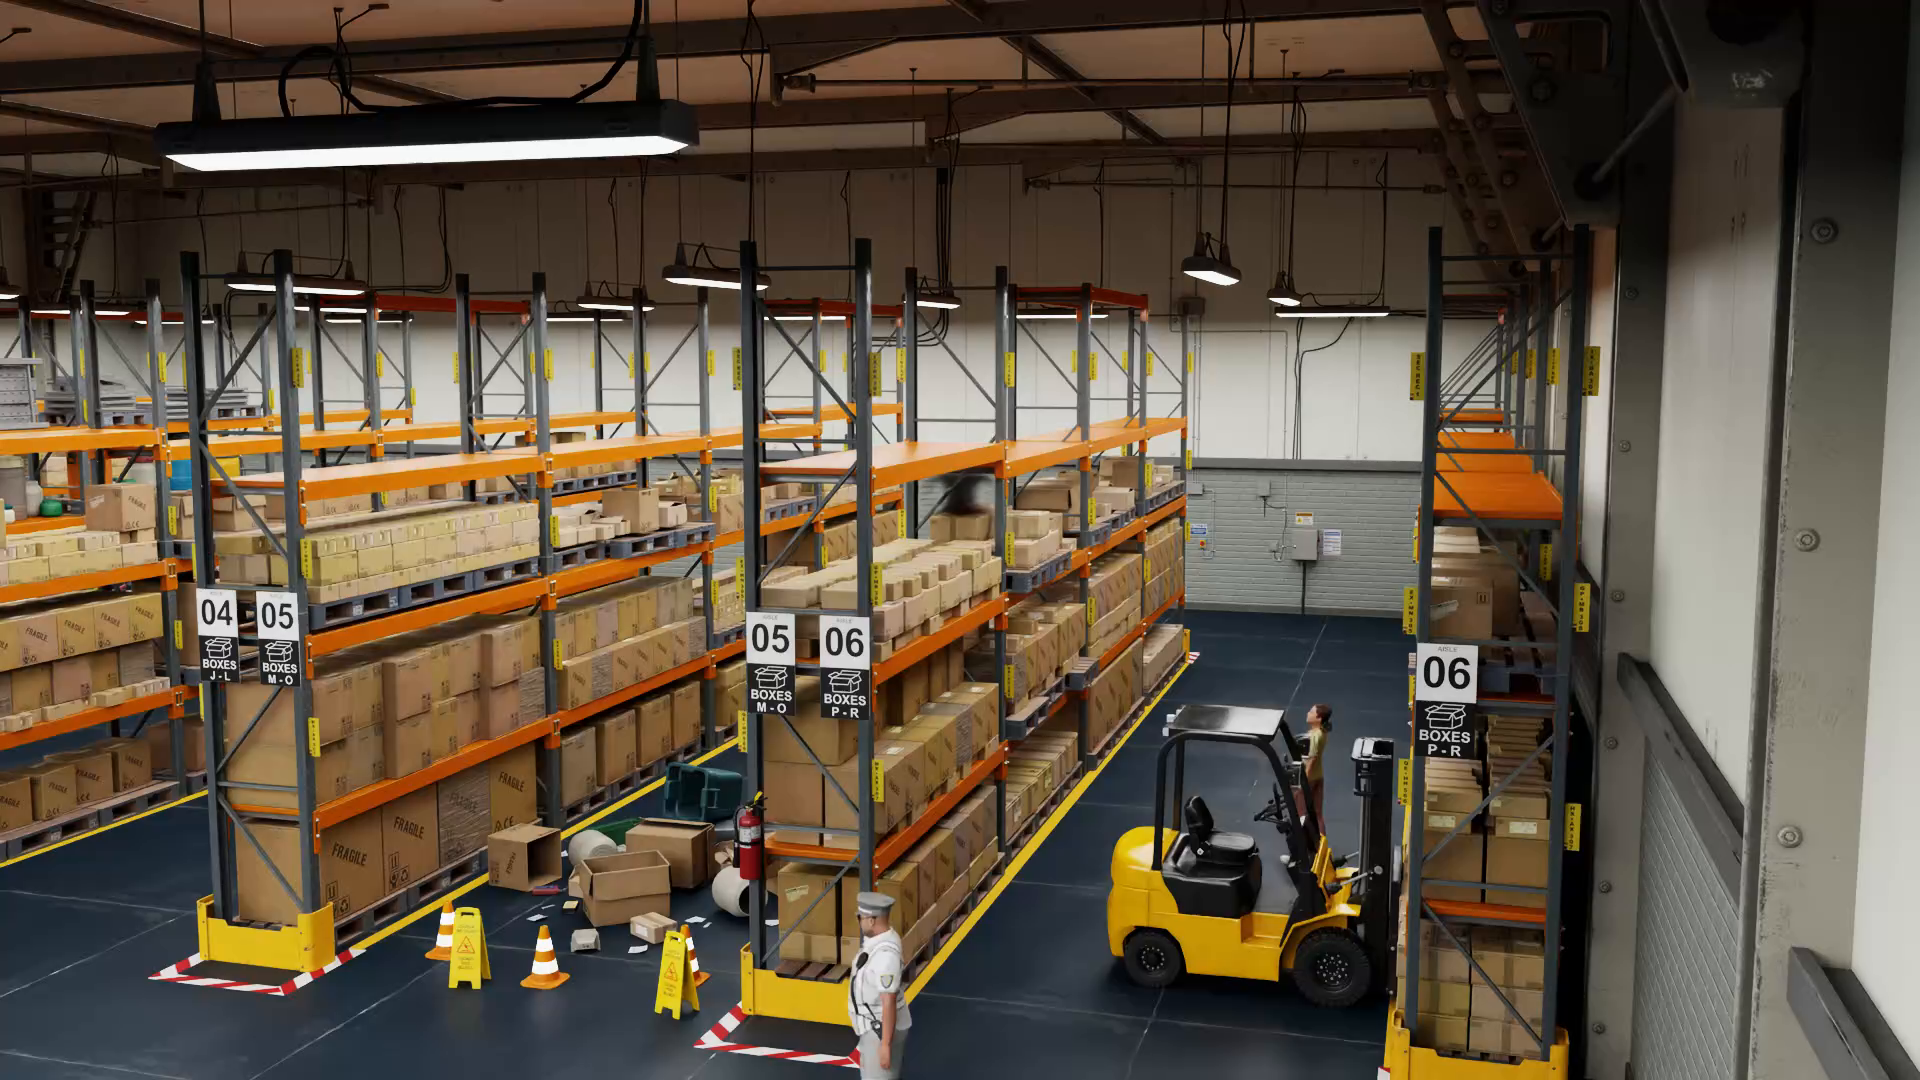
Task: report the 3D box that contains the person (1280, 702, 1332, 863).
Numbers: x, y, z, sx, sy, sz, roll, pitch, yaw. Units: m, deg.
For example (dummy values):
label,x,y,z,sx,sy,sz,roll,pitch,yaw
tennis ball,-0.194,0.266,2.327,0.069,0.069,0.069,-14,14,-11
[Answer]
label,x,y,z,sx,sy,sz,roll,pitch,yaw
person,3.539,2.464,16.881,0.513,1.657,0.424,-6,9,-44

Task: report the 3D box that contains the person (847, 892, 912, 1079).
label,x,y,z,sx,sy,sz,roll,pitch,yaw
person,-0.537,3.112,10.595,0.448,1.754,0.569,-1,6,-9
